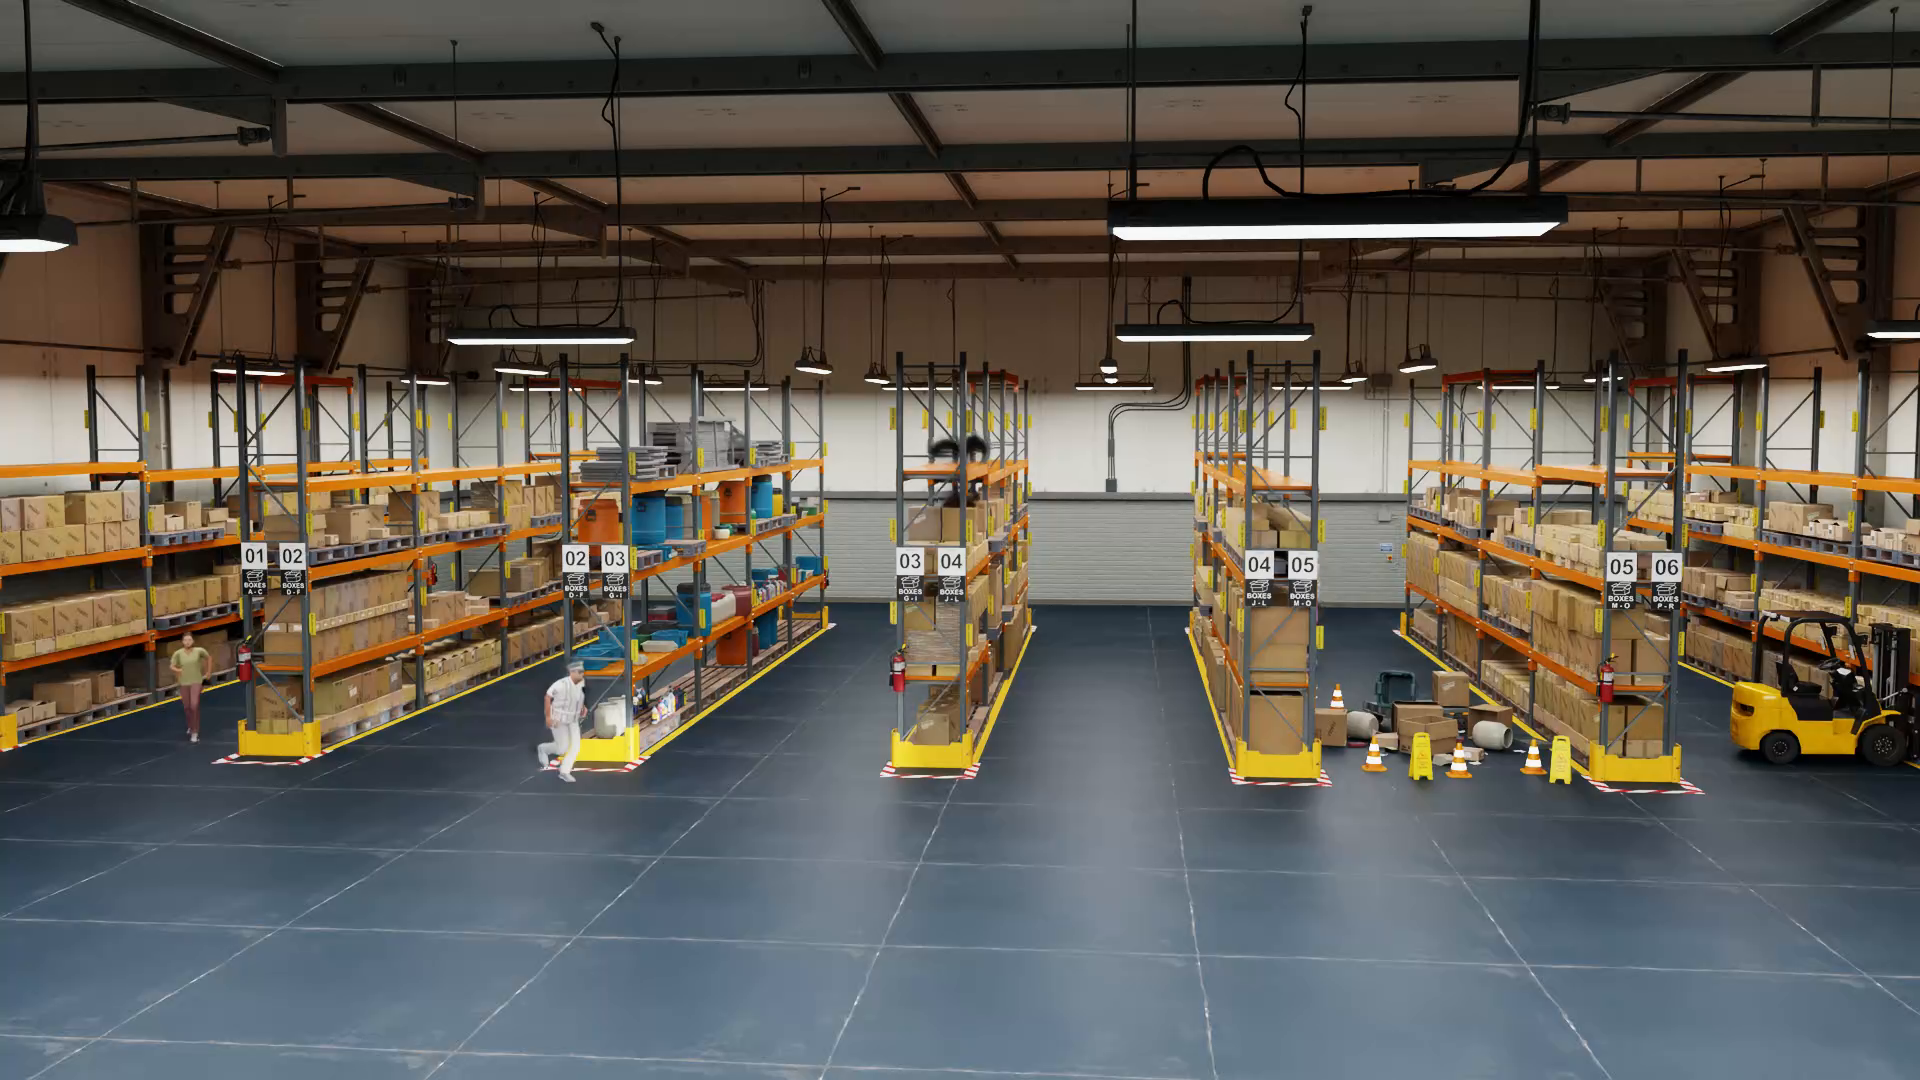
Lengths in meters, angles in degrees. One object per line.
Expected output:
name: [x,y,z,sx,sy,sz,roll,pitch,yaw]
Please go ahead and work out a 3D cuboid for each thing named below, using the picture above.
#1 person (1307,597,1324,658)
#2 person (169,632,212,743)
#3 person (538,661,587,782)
person: [7.429,1.744,35.106,0.571,1.570,0.575,0,4,-3]
person: [-12.142,2.312,26.250,0.572,1.738,0.762,-1,4,-13]
person: [-5.577,2.526,23.298,0.810,1.712,0.666,2,5,28]
